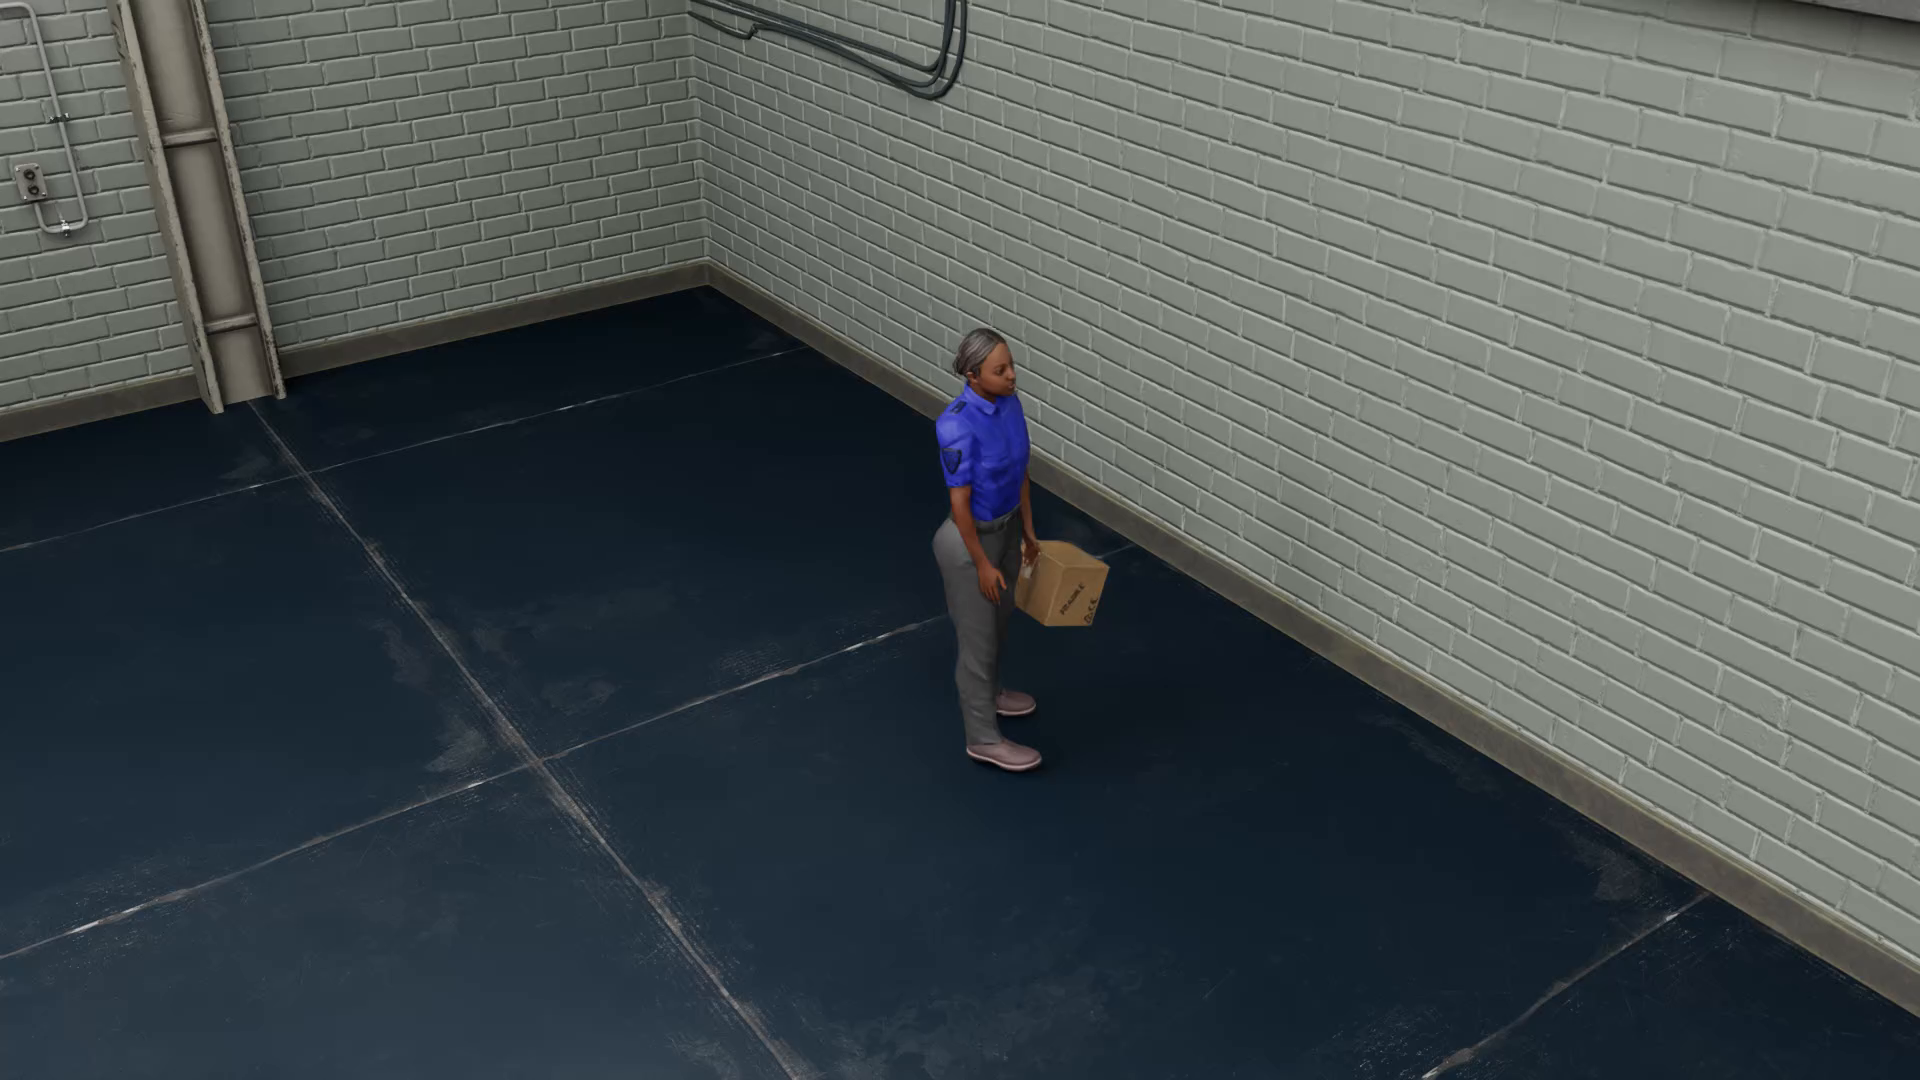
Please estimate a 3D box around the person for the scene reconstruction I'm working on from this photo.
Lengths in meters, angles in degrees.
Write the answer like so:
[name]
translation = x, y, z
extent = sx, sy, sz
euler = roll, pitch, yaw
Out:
[person]
translation = 0.169, 0.029, 6.036
extent = 0.474, 1.663, 0.496
euler = 16, 33, 27
